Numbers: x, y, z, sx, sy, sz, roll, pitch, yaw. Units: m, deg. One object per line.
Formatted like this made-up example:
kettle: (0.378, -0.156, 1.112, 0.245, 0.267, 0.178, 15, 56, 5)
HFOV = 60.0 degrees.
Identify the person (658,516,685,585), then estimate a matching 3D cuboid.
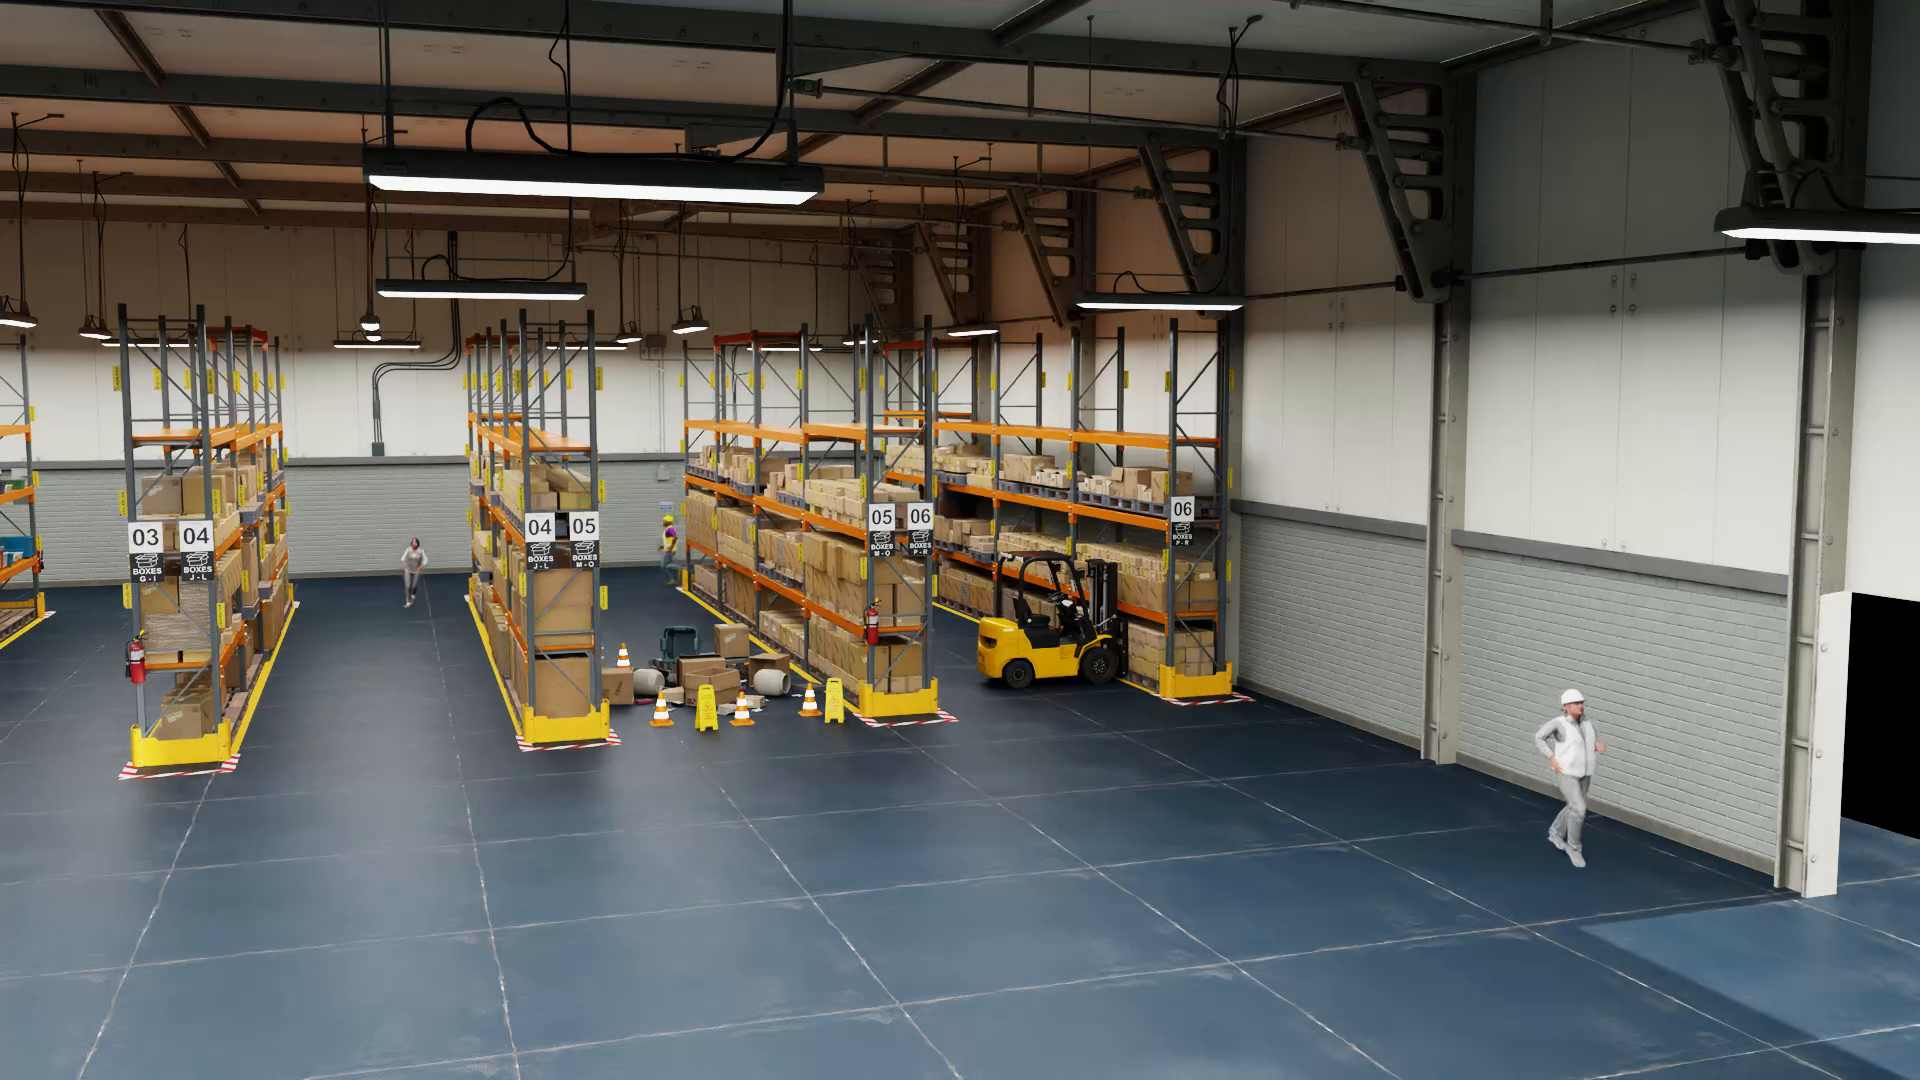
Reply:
person: (-7.134, 0.259, 41.065, 0.654, 1.729, 0.728, -1, 5, -10)

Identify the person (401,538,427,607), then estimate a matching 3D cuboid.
person: (-12.190, 0.729, 37.129, 0.562, 1.546, 0.580, -1, 5, -9)

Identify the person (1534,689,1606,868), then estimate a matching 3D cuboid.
person: (6.423, 2.473, 17.419, 0.639, 1.831, 0.731, -2, 6, -24)
